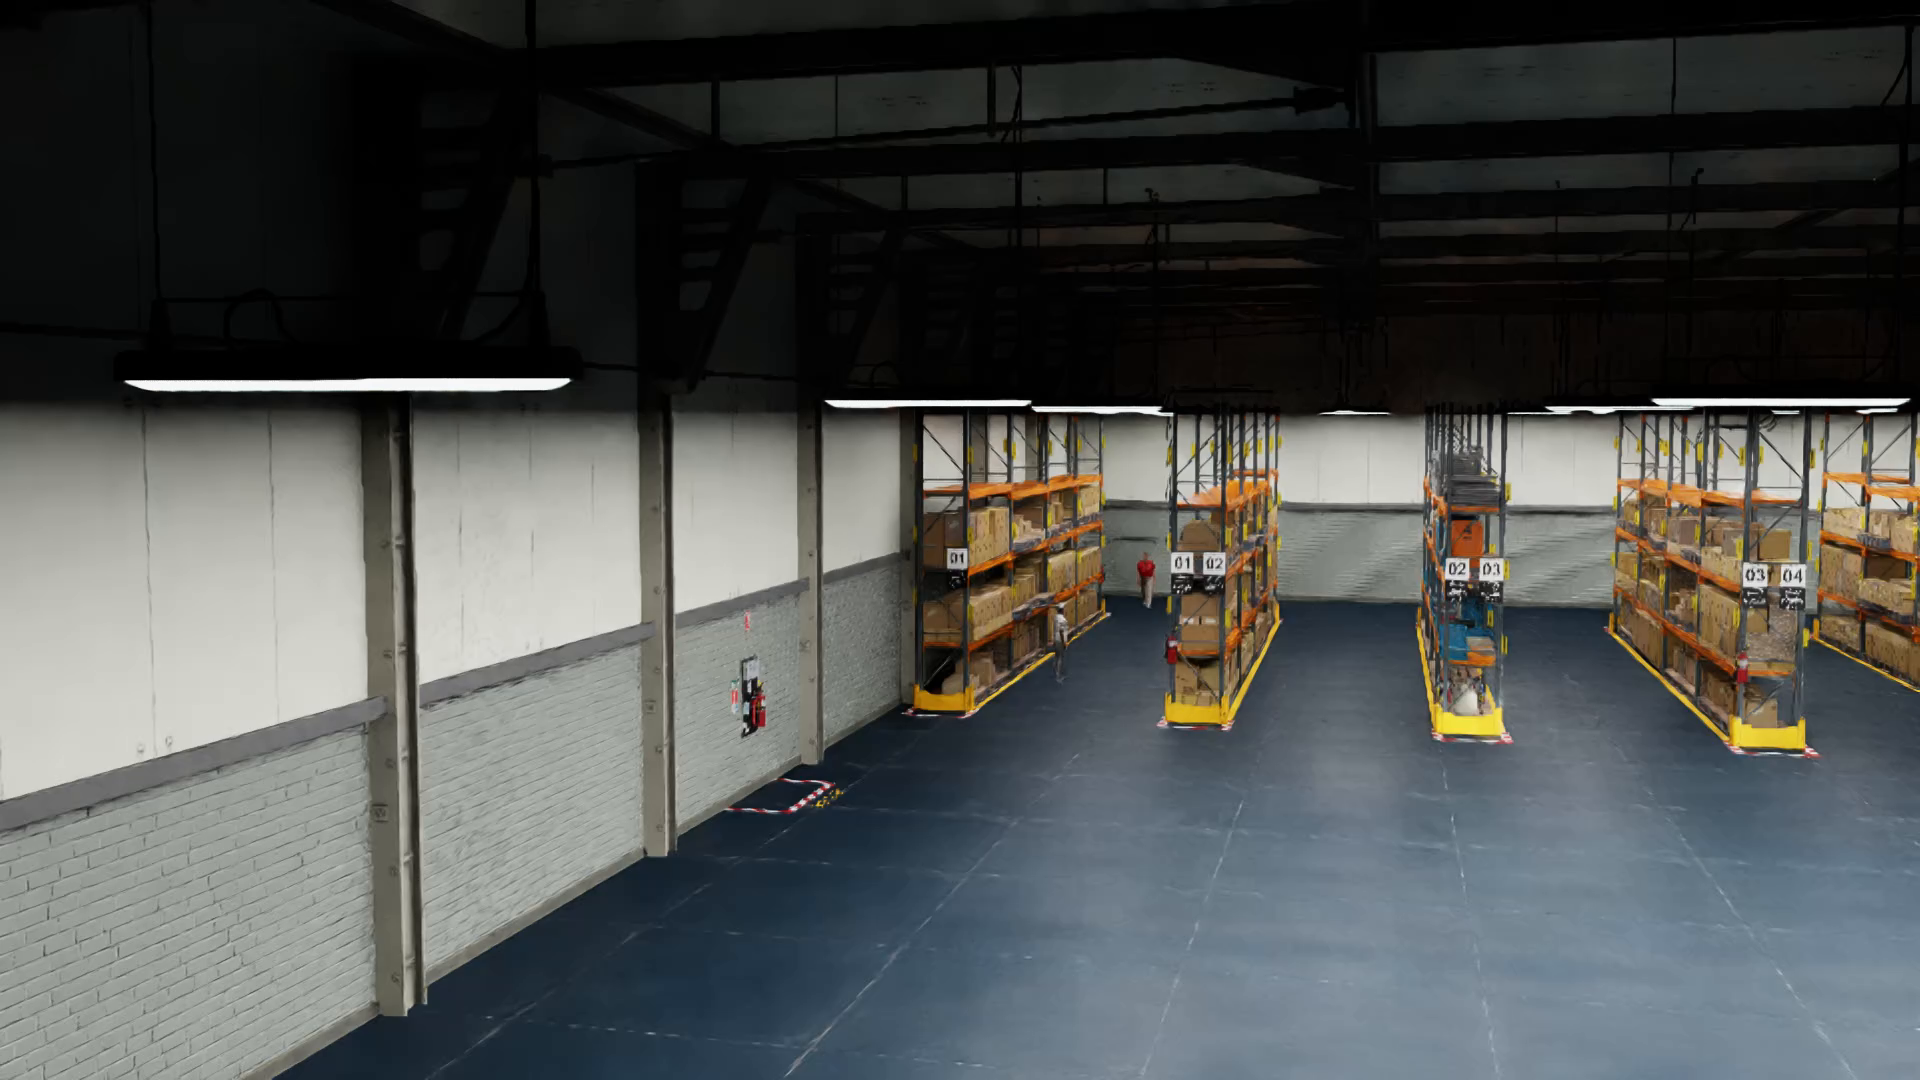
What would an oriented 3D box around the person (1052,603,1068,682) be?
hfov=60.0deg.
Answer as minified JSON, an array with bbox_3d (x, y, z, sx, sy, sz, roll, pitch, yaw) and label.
[{"bbox_3d":[2.195,2.240,36.224,0.372,1.735,0.526,-1,4,-13],"label":"person"}]

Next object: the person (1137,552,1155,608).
[{"bbox_3d":[5.585,1.189,50.050,0.539,1.645,1.126,1,4,16],"label":"person"}]
